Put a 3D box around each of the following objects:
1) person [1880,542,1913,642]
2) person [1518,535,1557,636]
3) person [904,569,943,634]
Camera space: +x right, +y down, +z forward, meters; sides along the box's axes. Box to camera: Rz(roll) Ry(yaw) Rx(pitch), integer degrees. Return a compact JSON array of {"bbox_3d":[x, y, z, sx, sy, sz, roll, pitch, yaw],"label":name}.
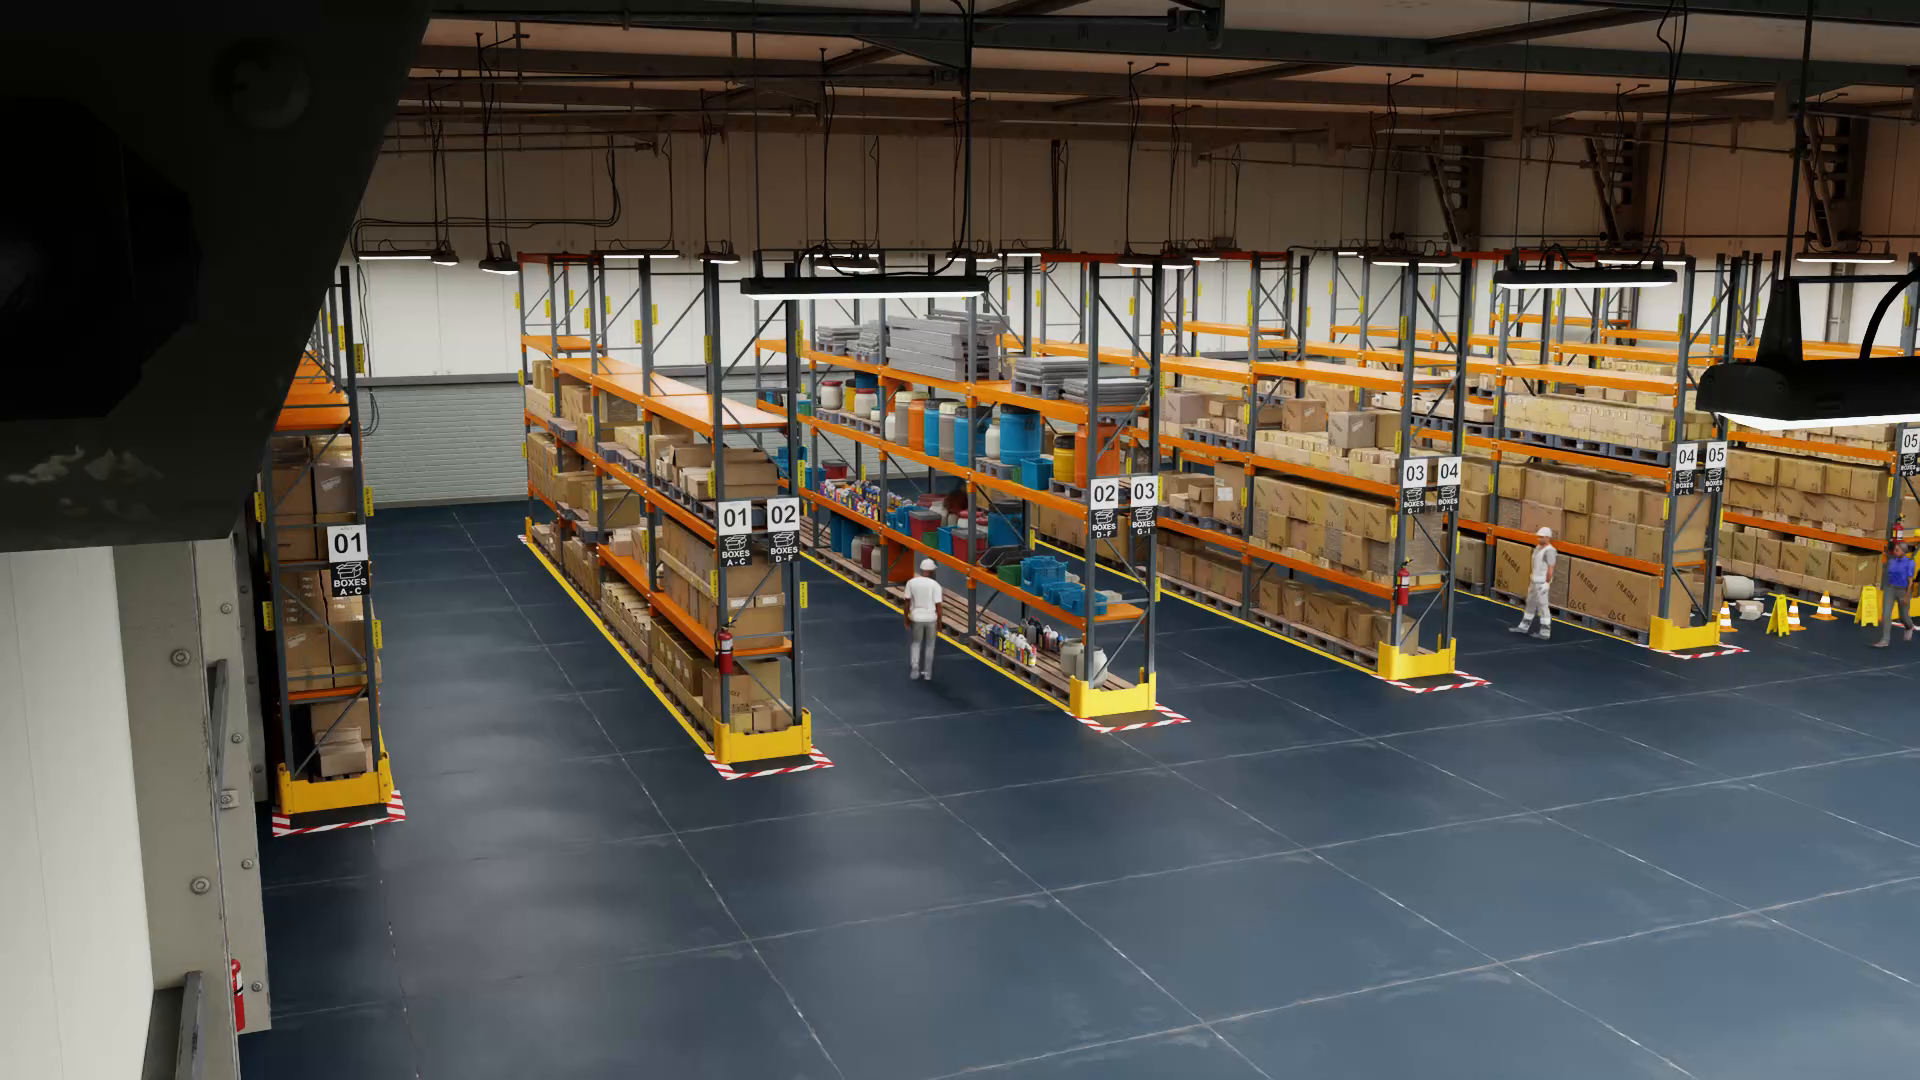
[{"bbox_3d":[14.645,0.800,25.919,0.408,1.584,0.579,10,14,43],"label":"person"},{"bbox_3d":[9.193,0.663,26.476,0.479,1.684,0.538,2,11,10],"label":"person"},{"bbox_3d":[-0.520,0.825,23.789,0.578,1.042,0.364,2,11,11],"label":"person"}]
